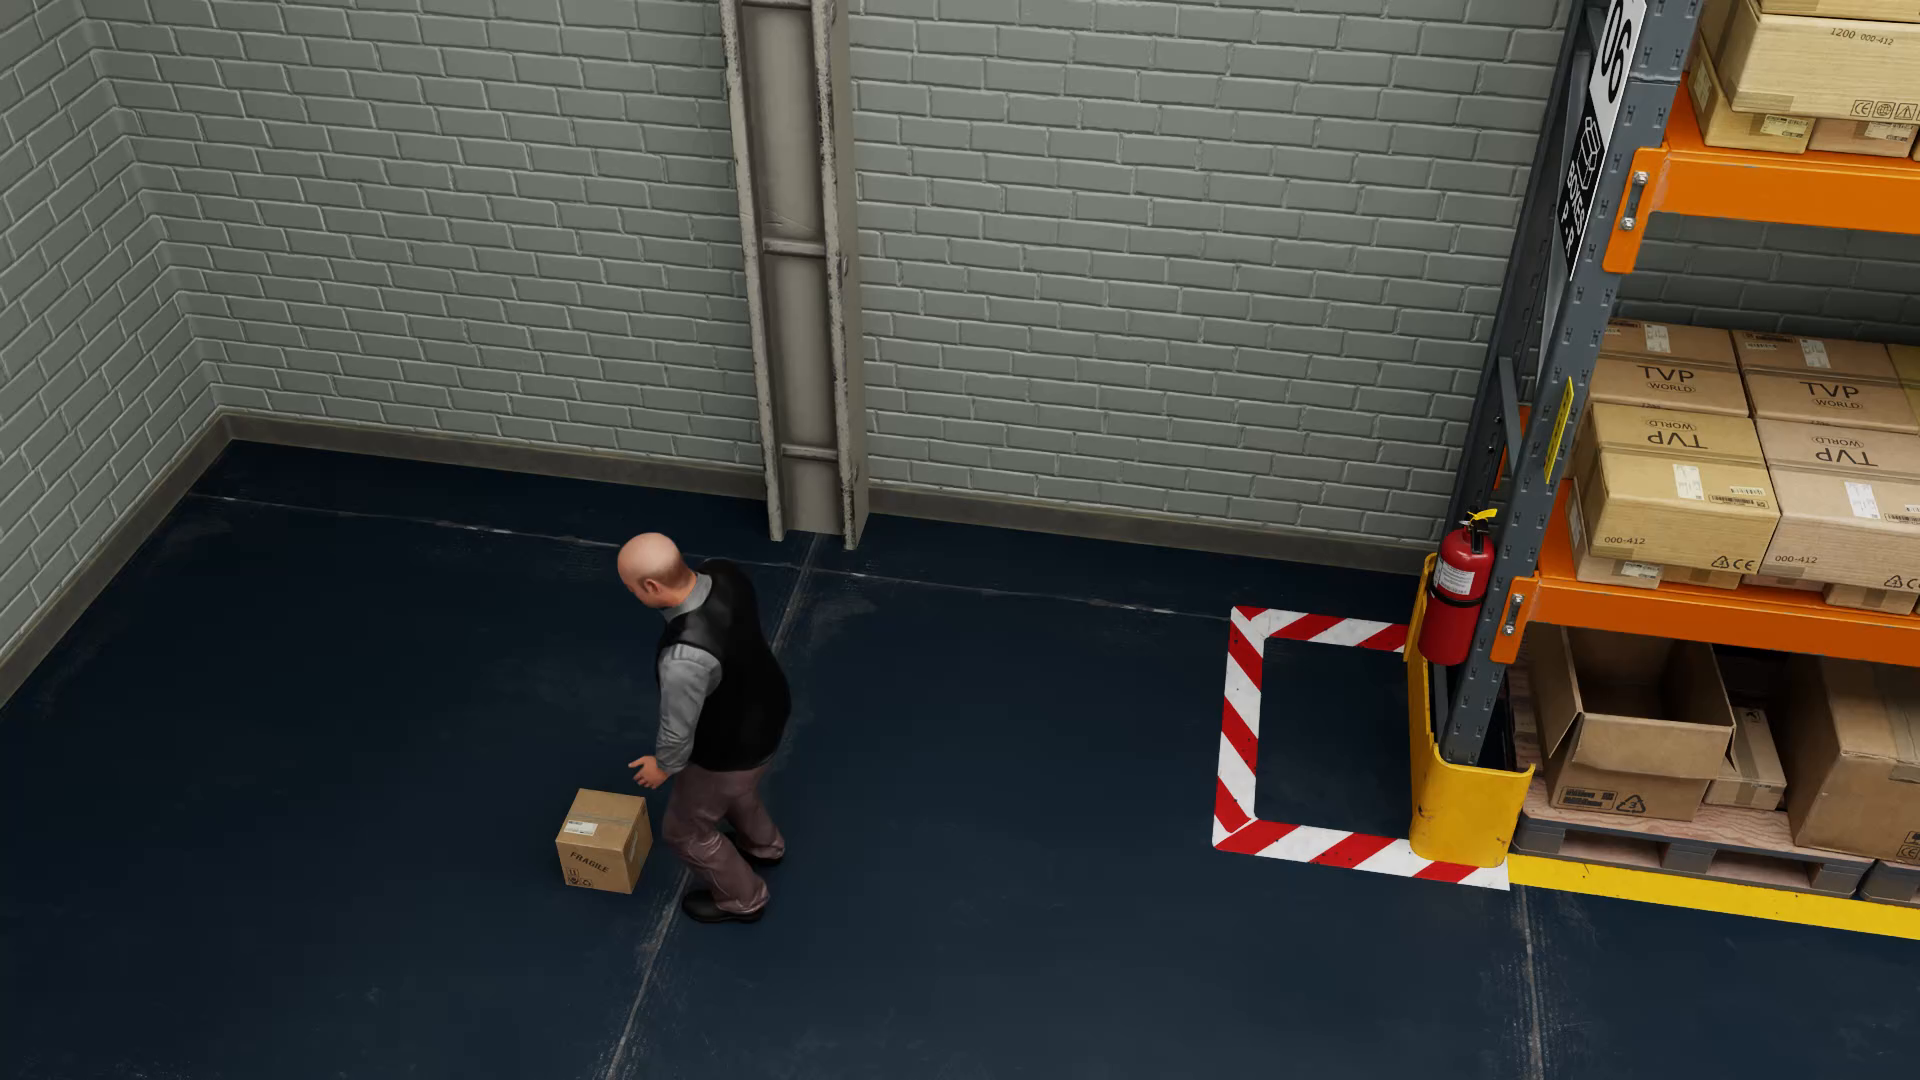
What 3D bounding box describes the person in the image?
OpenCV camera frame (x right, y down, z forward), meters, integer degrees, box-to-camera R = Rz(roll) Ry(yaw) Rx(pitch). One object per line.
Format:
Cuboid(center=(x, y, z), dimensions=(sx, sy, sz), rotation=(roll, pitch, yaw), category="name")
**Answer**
Cuboid(center=(-0.808, 0.640, 5.488), dimensions=(0.464, 1.646, 0.566), rotation=(7, 41, 9), category="person")
